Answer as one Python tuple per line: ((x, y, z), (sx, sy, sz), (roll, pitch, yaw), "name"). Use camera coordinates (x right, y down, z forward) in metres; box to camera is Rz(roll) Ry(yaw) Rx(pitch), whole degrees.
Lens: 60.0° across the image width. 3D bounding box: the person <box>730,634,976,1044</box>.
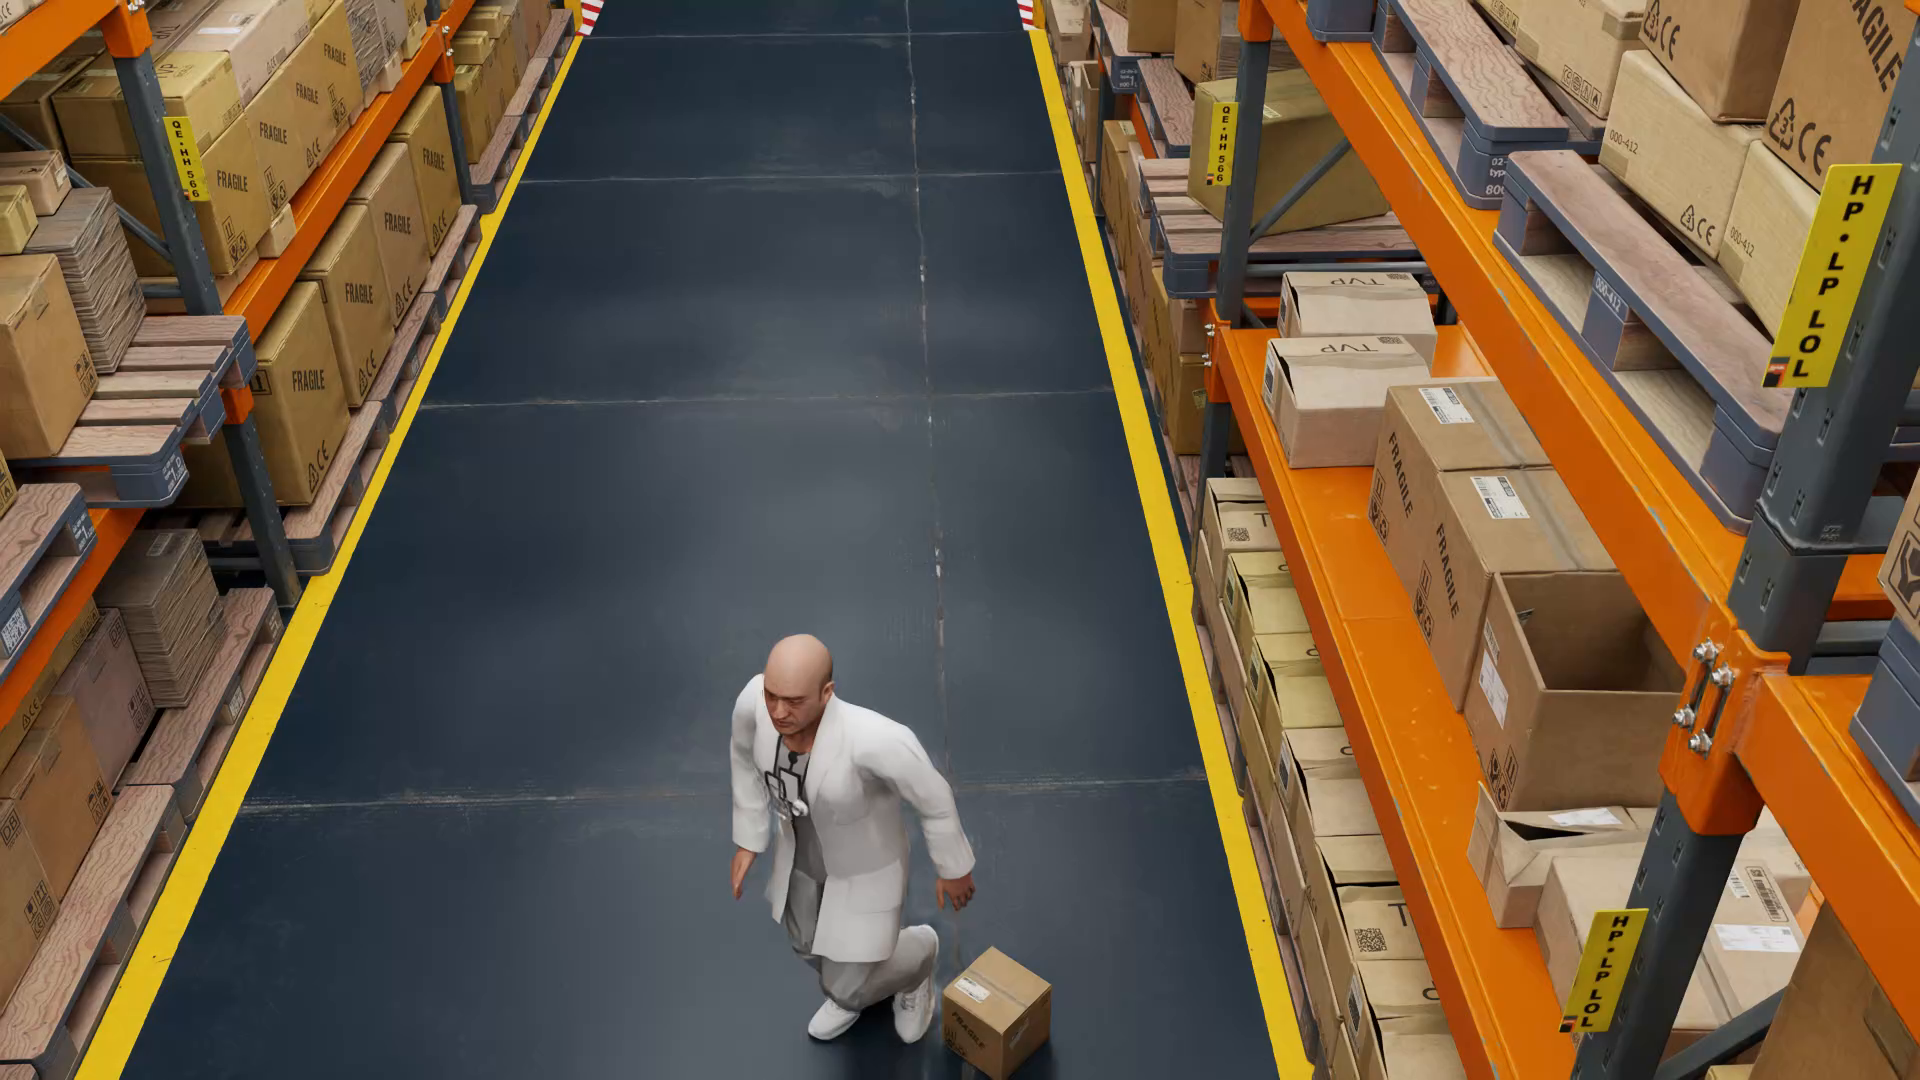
((-0.303, 0.905, 4.908), (0.733, 1.721, 0.615), (23, 41, 30), "person")
